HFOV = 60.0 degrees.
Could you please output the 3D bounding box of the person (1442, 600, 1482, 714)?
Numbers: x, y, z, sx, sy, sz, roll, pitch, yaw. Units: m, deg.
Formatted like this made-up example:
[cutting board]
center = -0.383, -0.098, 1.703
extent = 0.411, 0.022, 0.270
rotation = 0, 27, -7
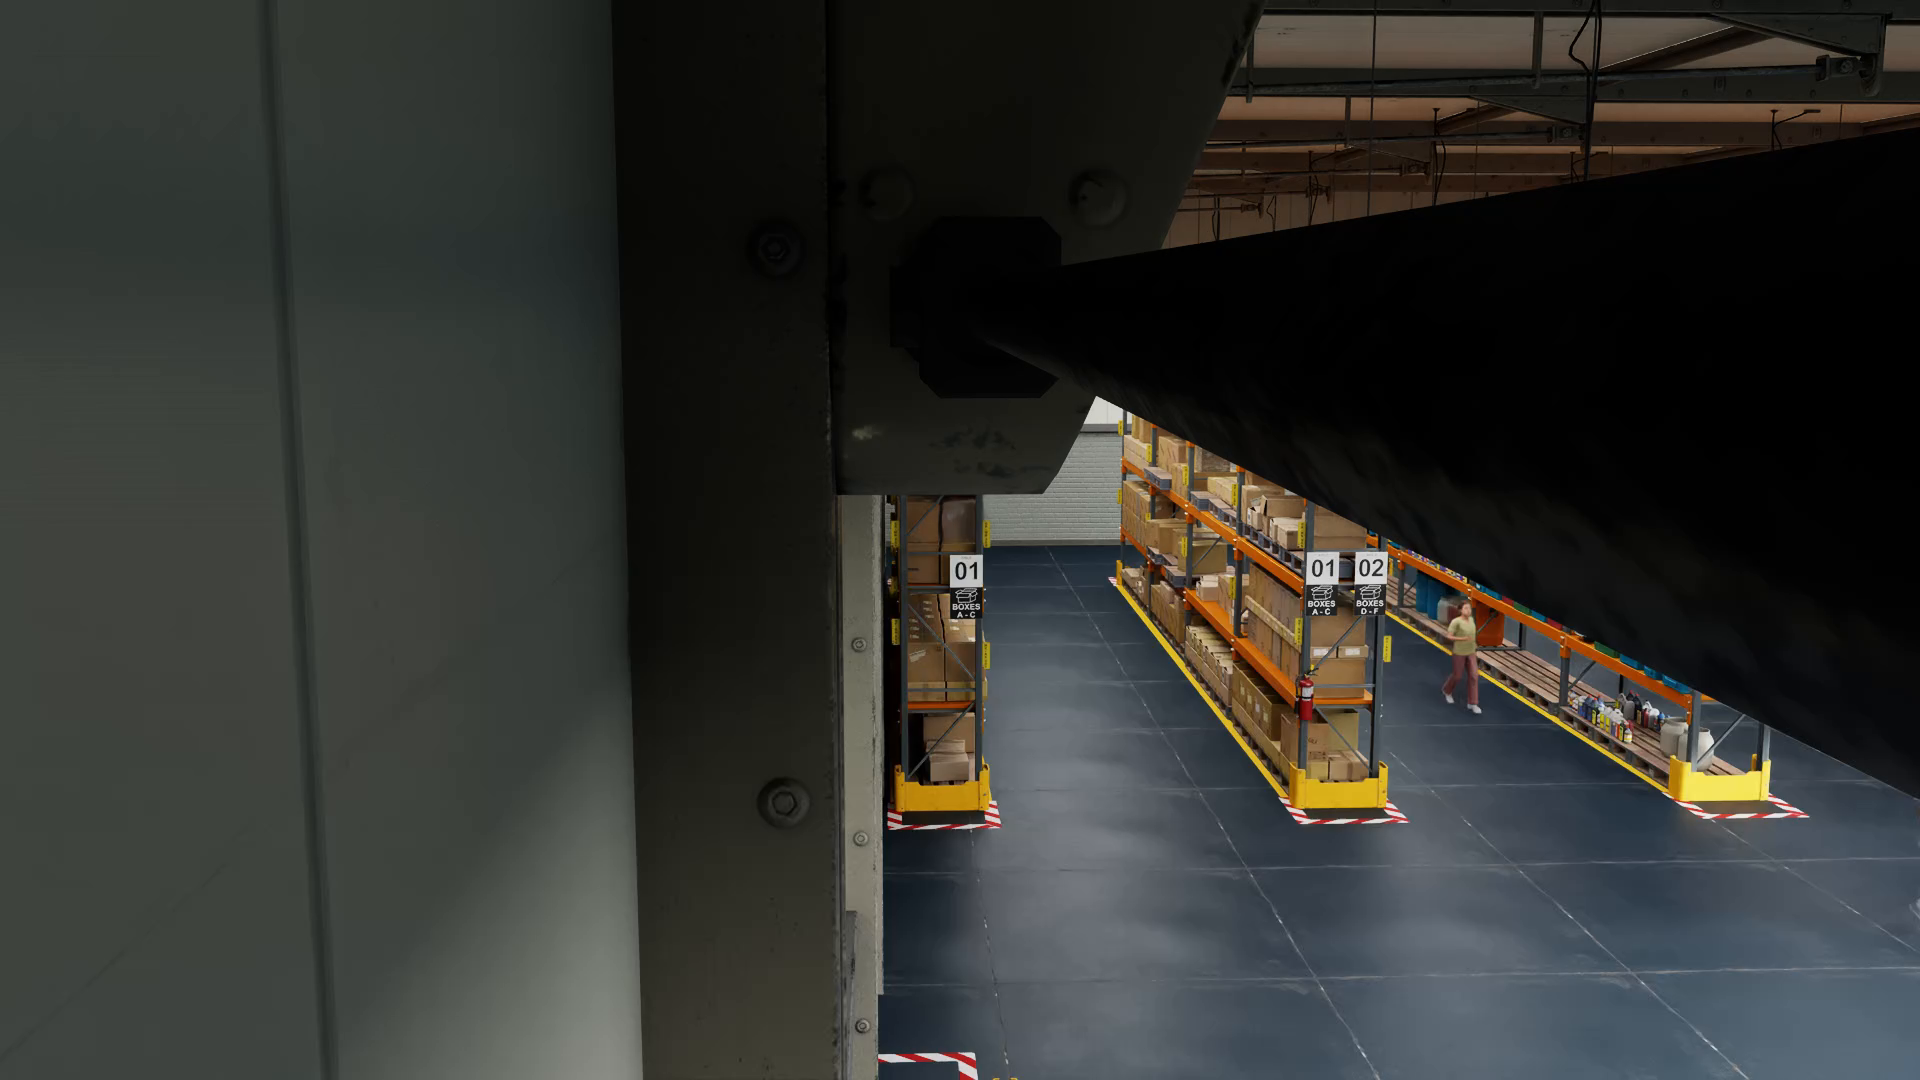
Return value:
[person]
center = 7.684, 1.744, 25.365
extent = 0.580, 1.664, 0.908
rotation = -2, 9, -16
